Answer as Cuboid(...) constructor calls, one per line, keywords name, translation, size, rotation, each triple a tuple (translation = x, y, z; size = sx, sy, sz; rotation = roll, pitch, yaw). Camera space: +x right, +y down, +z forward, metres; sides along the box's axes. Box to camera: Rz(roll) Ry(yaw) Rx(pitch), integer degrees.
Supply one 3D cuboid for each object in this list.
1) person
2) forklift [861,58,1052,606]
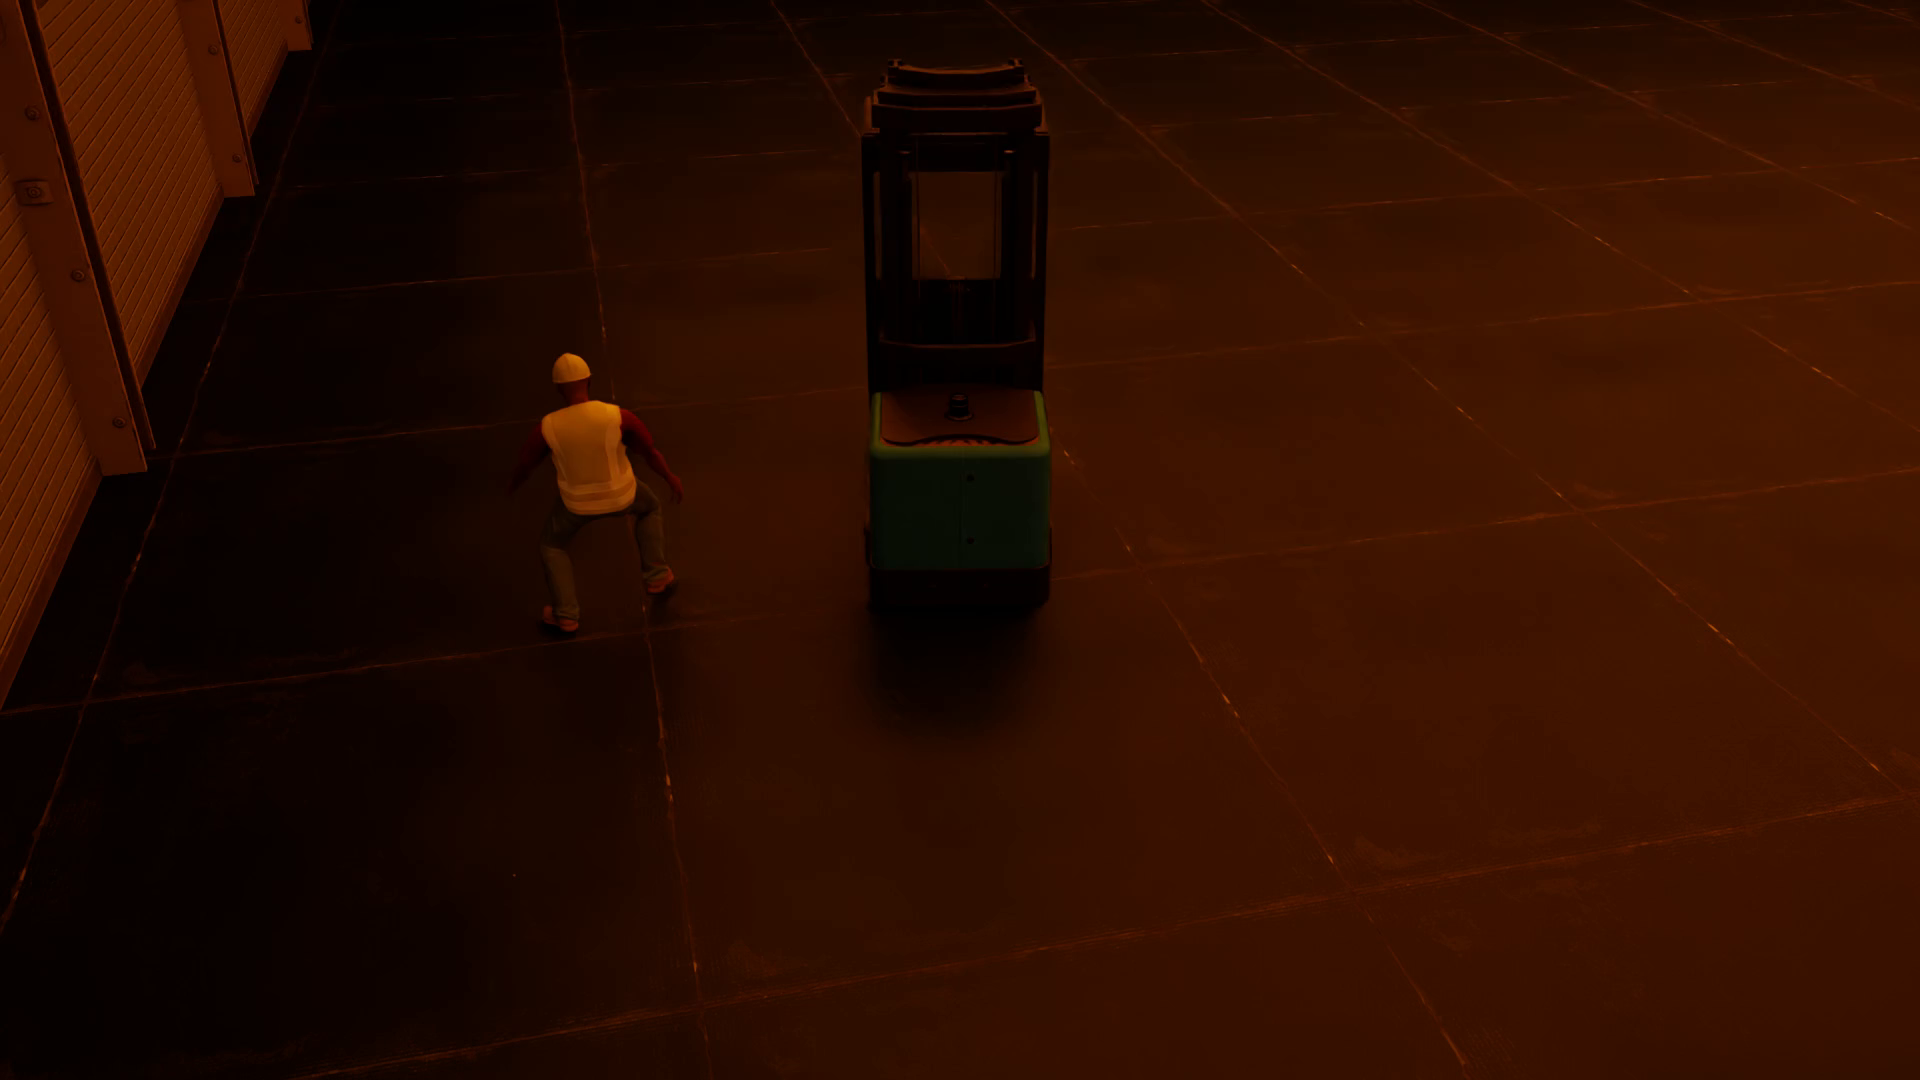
Cuboid(name="person", translation=(-2.078, -0.329, 9.409), size=(1.002, 1.605, 0.636), rotation=(-5, 30, -8))
Cuboid(name="forklift", translation=(-0.034, -1.586, 10.314), size=(1.130, 2.935, 3.031), rotation=(-1, 30, -1))
